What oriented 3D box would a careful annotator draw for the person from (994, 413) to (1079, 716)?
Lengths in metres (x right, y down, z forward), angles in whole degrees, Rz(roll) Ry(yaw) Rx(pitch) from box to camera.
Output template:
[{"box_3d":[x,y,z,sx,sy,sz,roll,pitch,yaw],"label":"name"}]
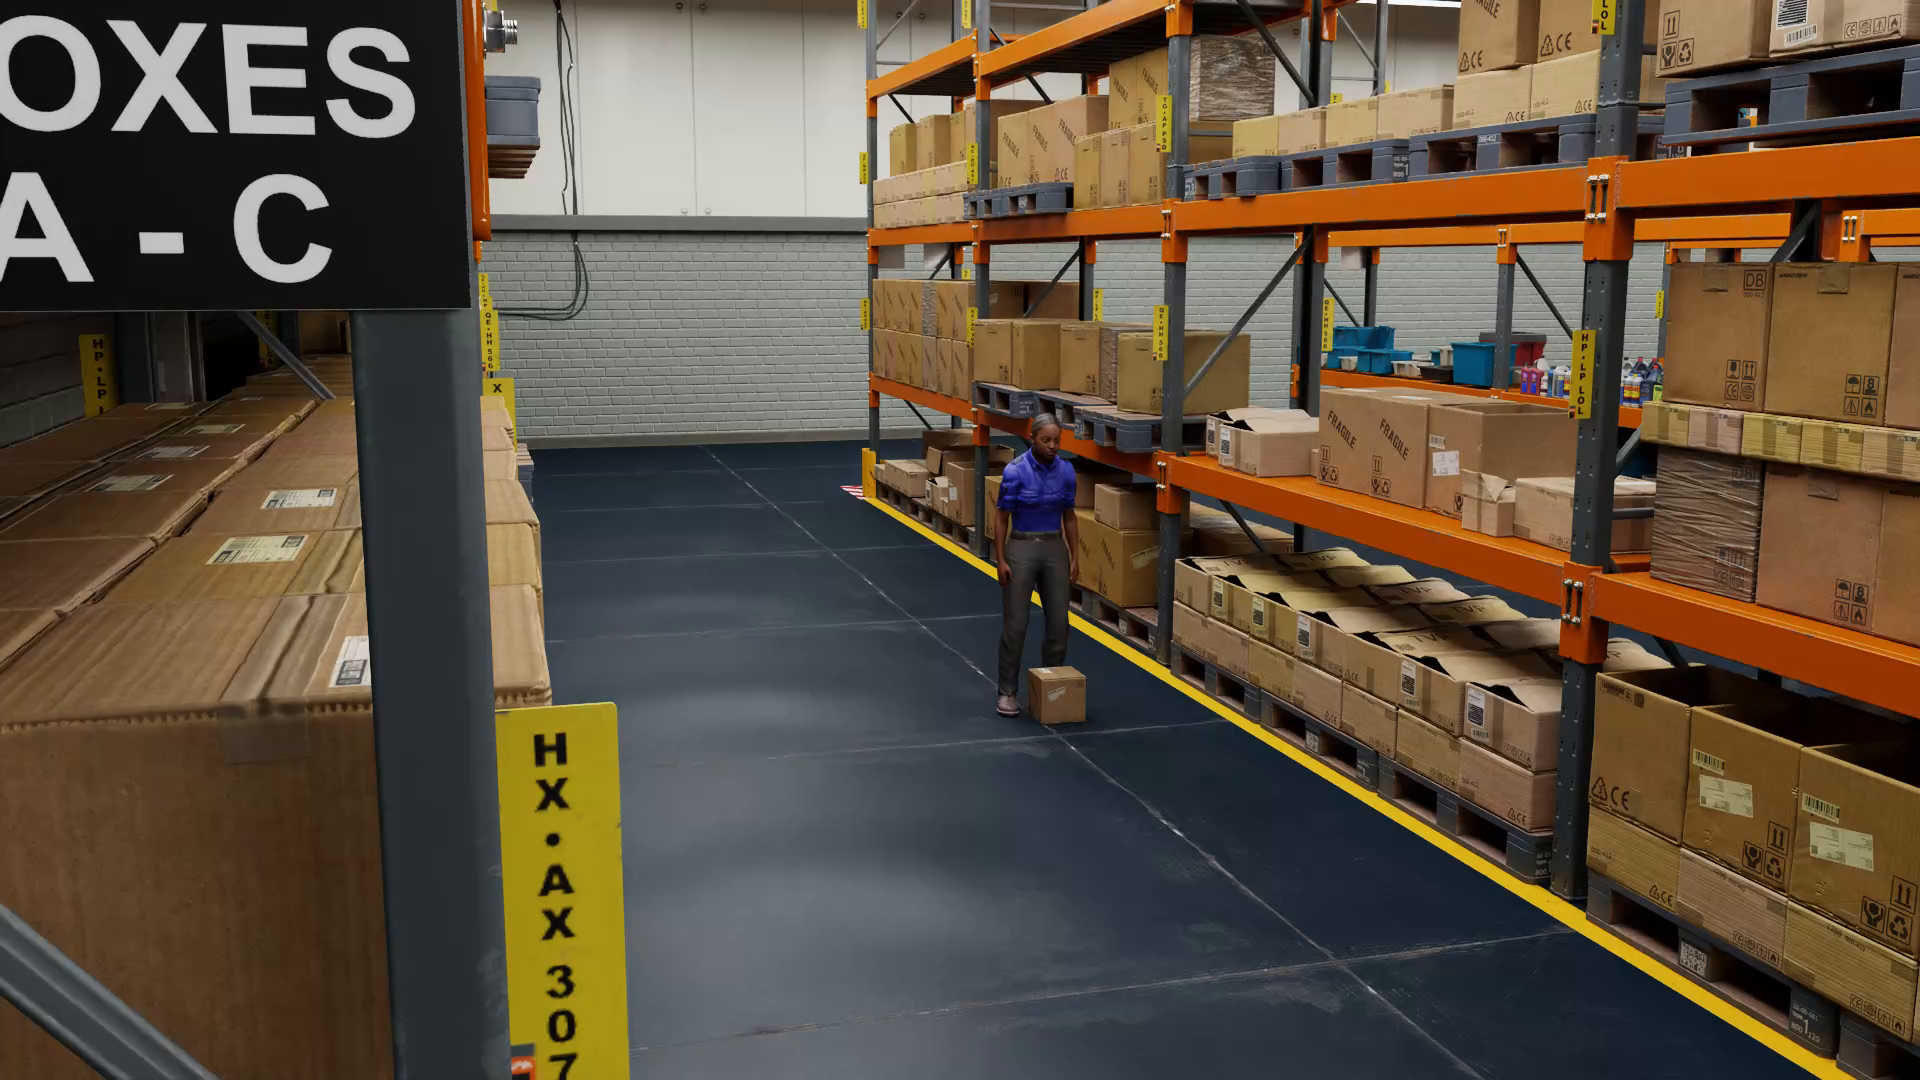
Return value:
[{"box_3d":[0.422,0.119,9.177,0.506,1.654,0.350,-3,10,-18],"label":"person"}]
